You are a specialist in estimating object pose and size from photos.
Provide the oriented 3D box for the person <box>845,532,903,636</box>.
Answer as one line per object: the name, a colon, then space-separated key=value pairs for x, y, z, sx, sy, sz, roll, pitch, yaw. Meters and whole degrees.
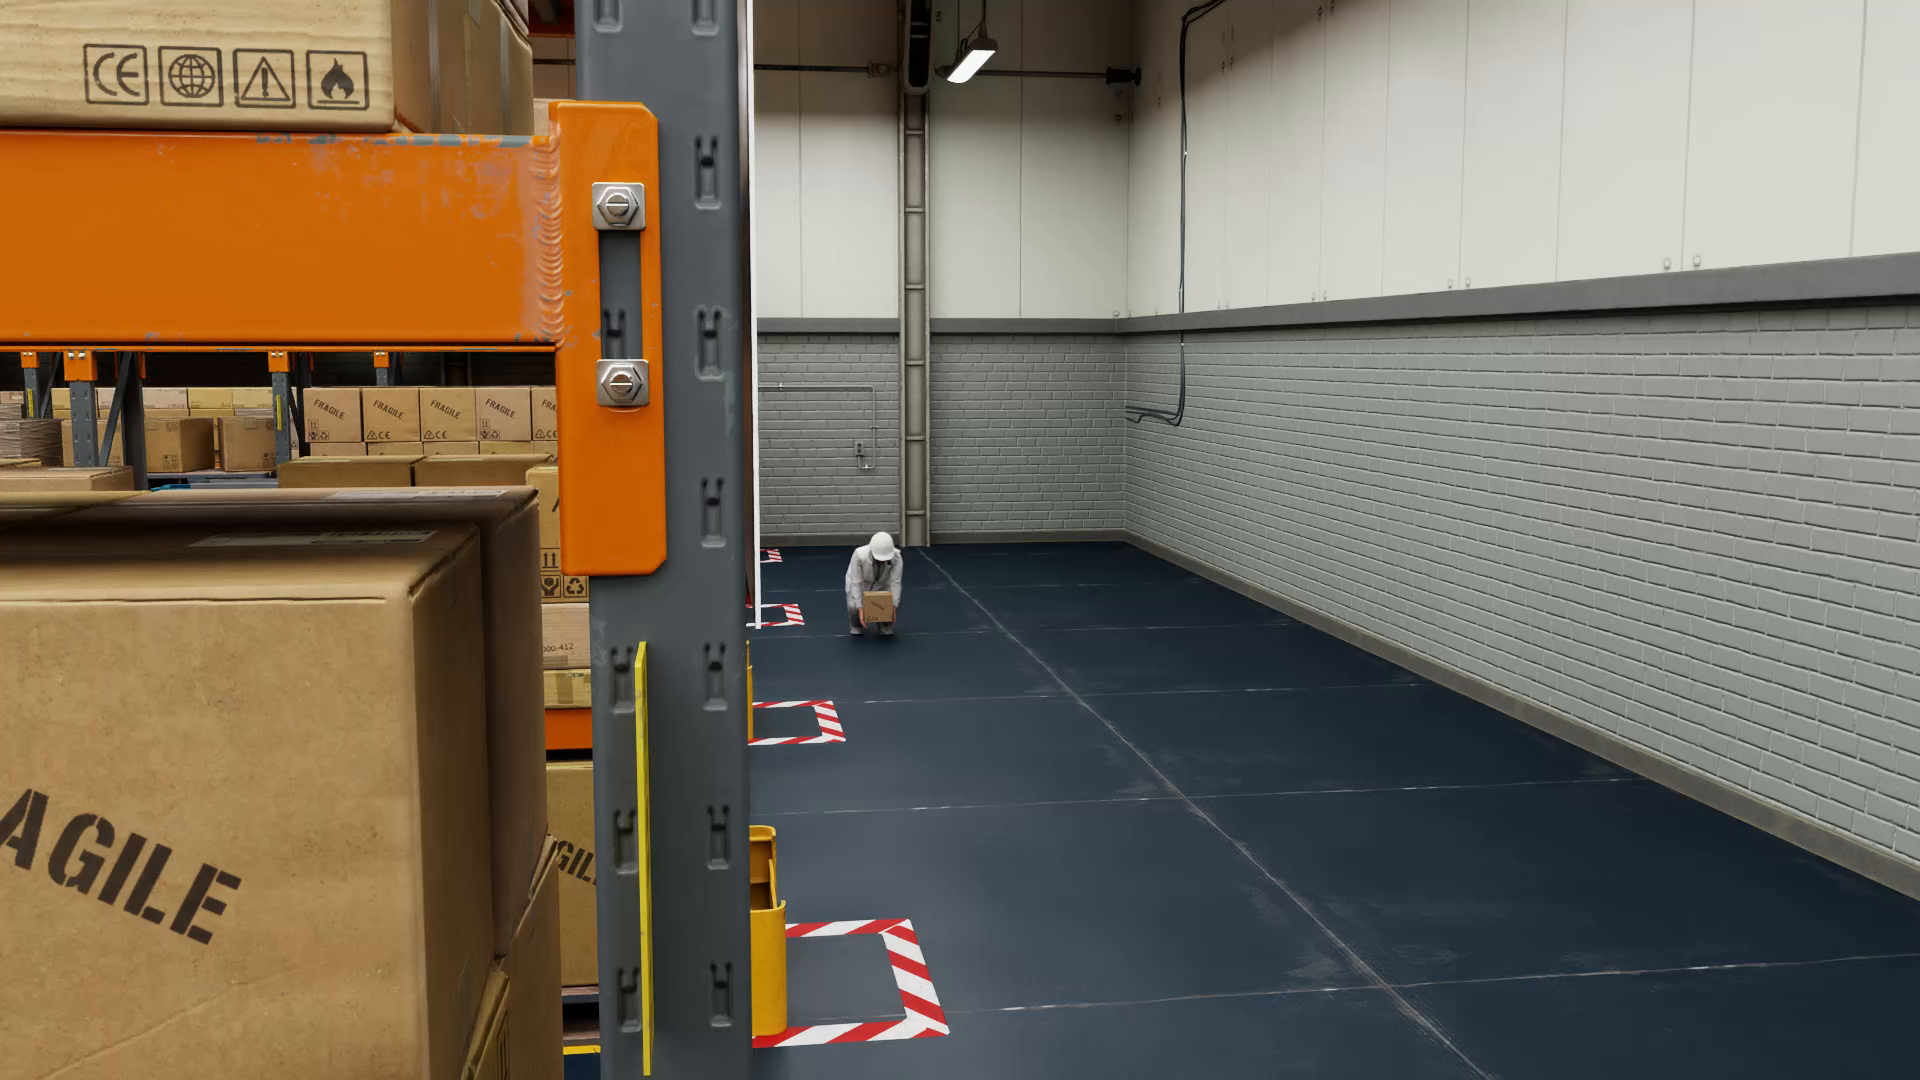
person: x=-0.803 y=0.400 z=15.518 sx=0.527 sy=1.010 sz=0.863 roll=-1 pitch=7 yaw=-9
